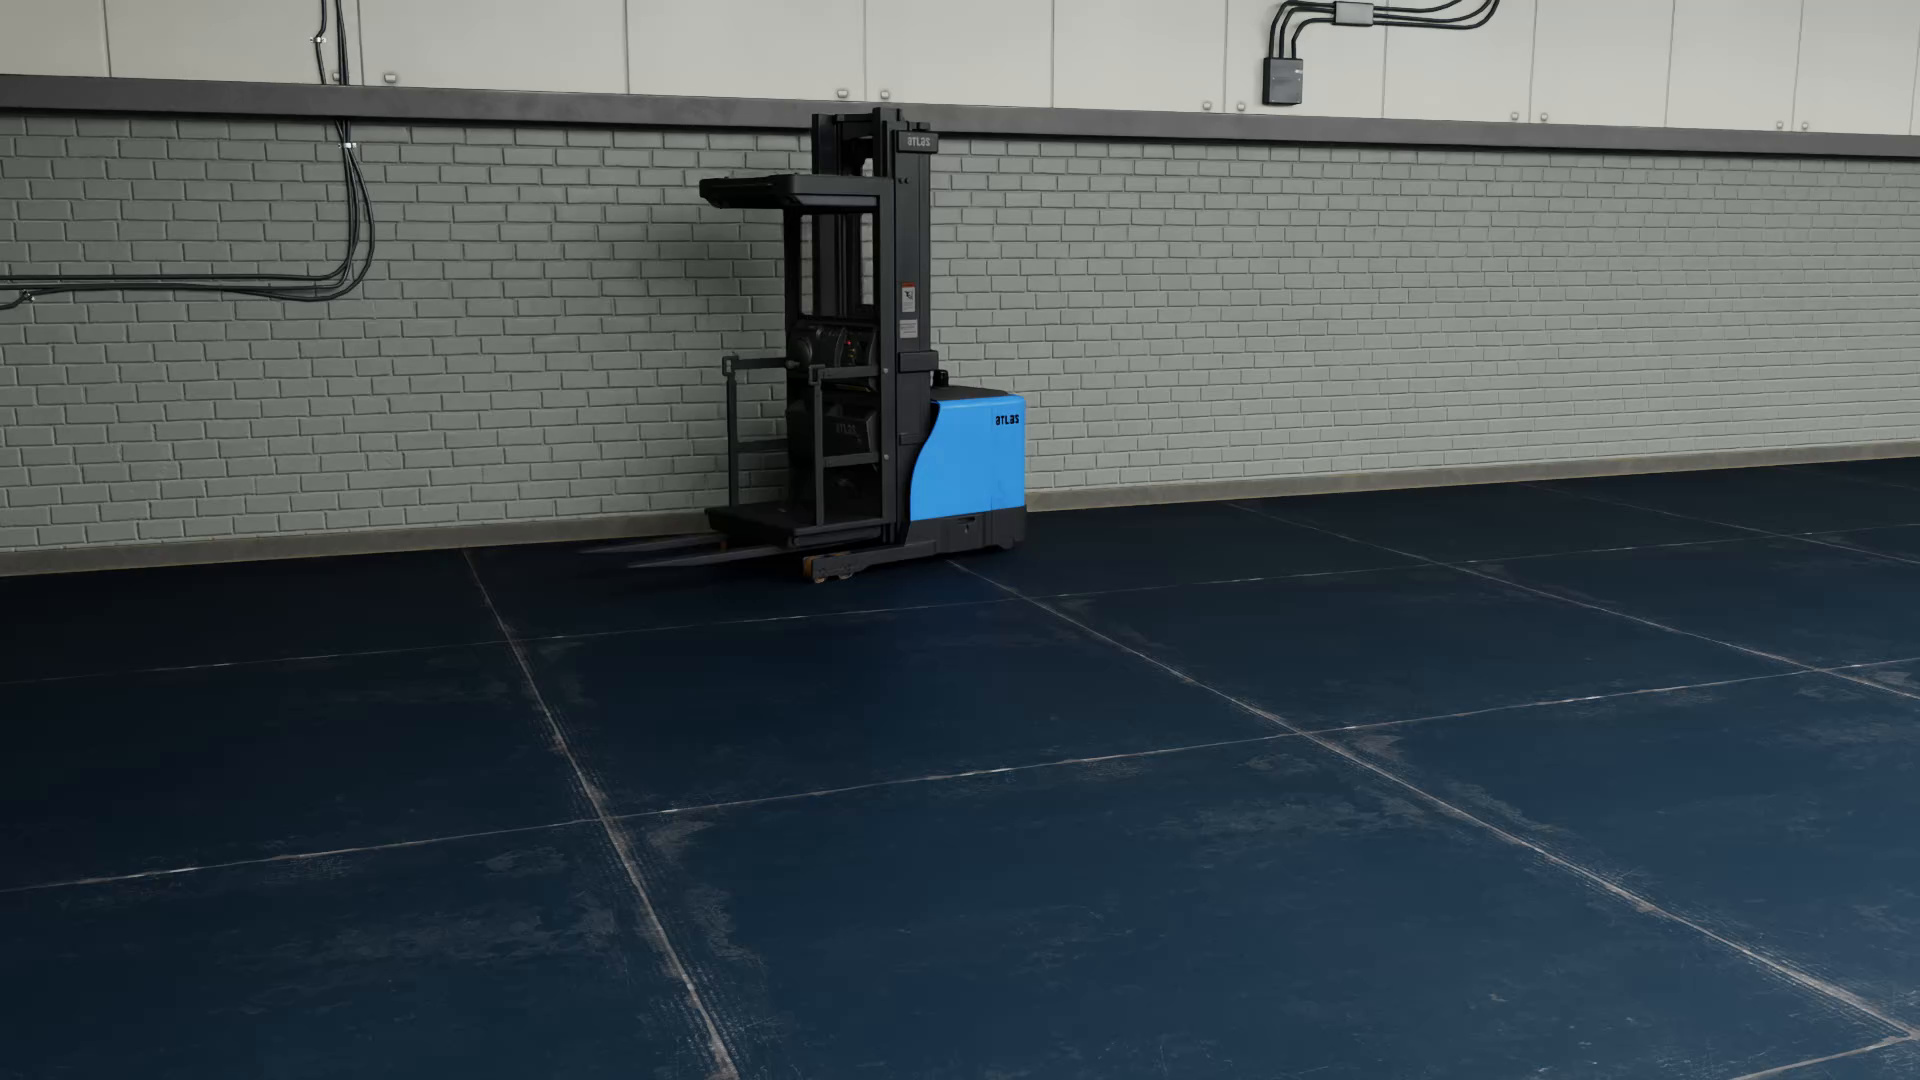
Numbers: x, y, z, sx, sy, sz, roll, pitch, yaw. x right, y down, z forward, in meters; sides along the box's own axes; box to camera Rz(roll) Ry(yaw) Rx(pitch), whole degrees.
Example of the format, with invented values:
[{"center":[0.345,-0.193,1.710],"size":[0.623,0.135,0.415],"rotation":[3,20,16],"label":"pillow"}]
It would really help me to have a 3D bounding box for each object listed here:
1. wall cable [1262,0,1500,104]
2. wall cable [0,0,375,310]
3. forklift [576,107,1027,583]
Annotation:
[{"center":[3.525,-6.520,13.166],"size":[2.305,6.003,0.169],"rotation":[-4,11,-21],"label":"wall cable"},{"center":[-5.329,-2.717,10.363],"size":[3.097,2.526,0.112],"rotation":[-4,11,-21],"label":"wall cable"},{"center":[-0.994,-1.279,10.740],"size":[3.031,2.935,1.130],"rotation":[-8,13,-39],"label":"forklift"}]
